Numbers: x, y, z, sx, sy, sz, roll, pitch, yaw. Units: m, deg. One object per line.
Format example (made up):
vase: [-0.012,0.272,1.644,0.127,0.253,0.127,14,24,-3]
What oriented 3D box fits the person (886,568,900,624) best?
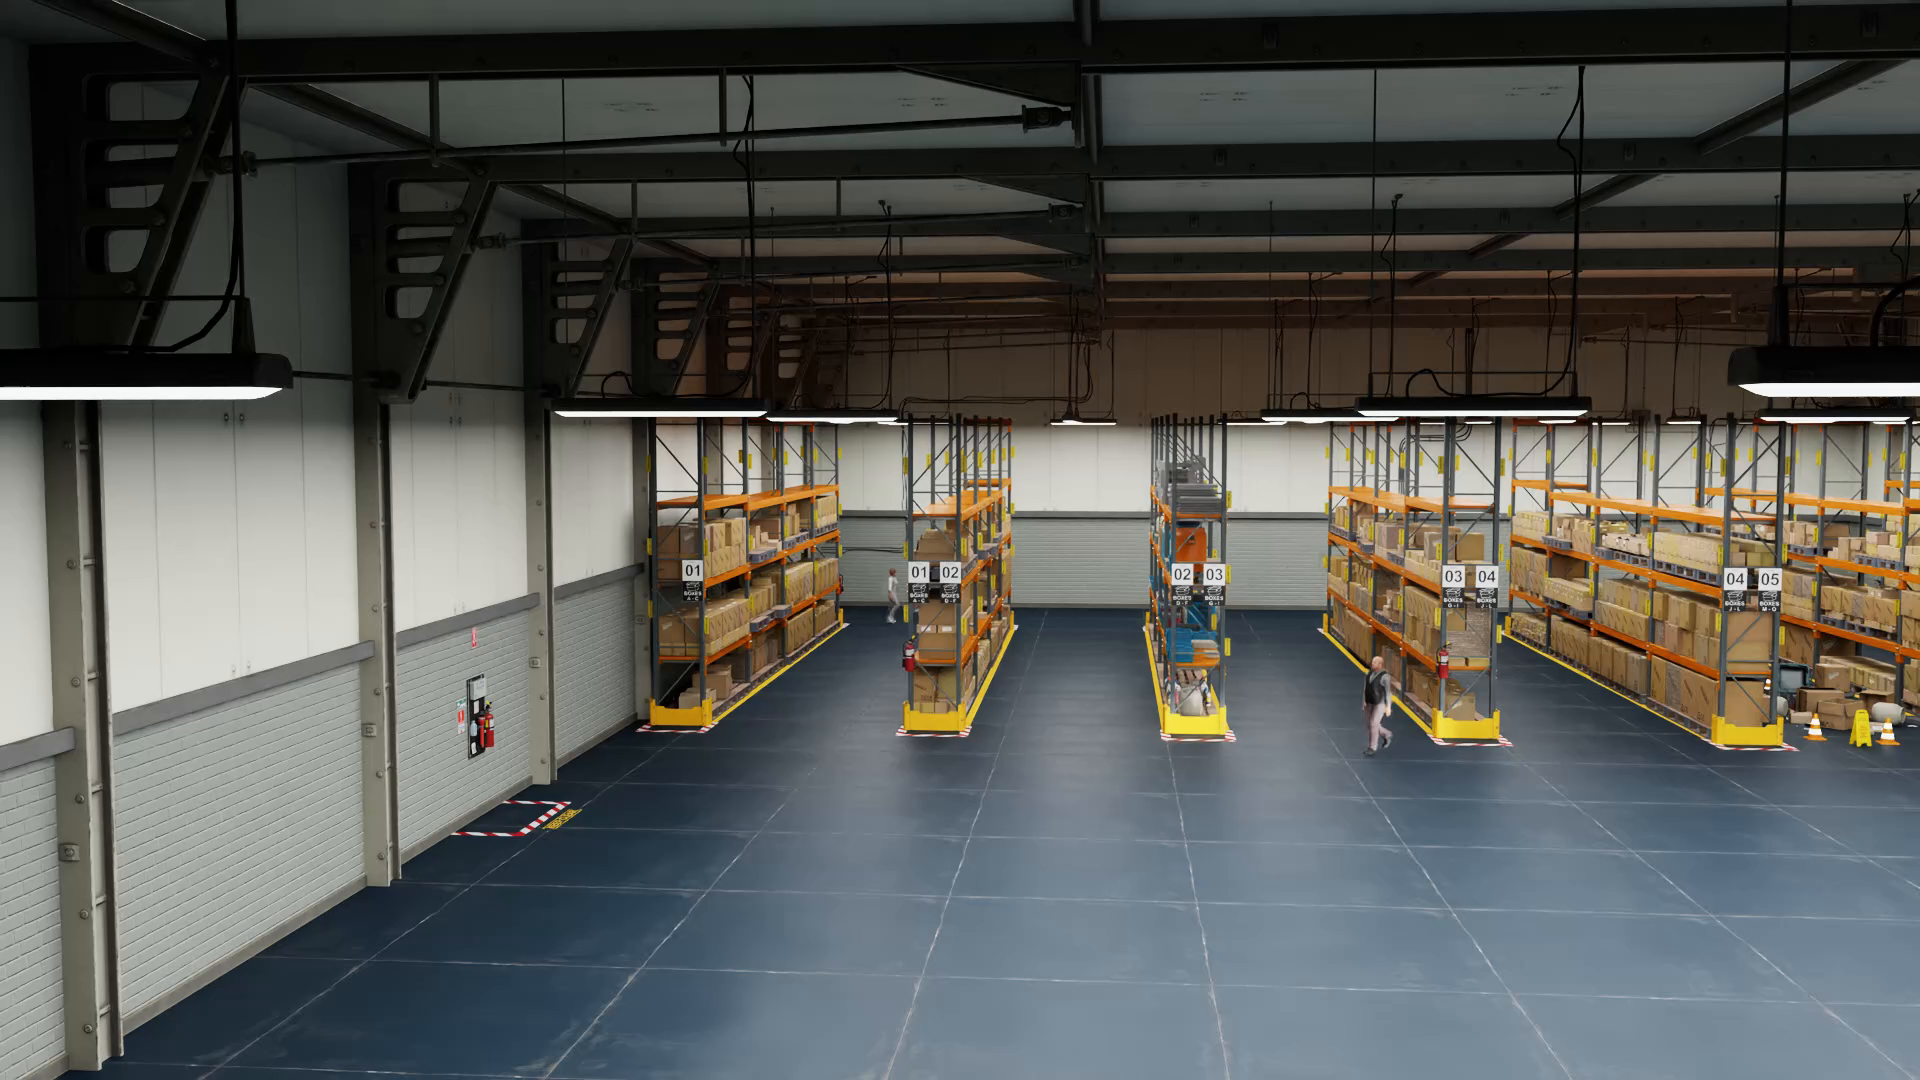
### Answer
person: [-1.967,1.636,48.781,0.418,1.606,0.436,0,4,0]

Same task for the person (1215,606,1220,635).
person: [7.051,1.783,46.234,0.374,1.692,0.557,-1,4,-9]

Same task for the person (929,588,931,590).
person: [-0.941,1.448,51.076,0.747,1.646,0.447,4,5,44]

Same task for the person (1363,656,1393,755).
person: [7.354,2.892,29.302,0.831,1.697,0.582,-2,4,-30]
